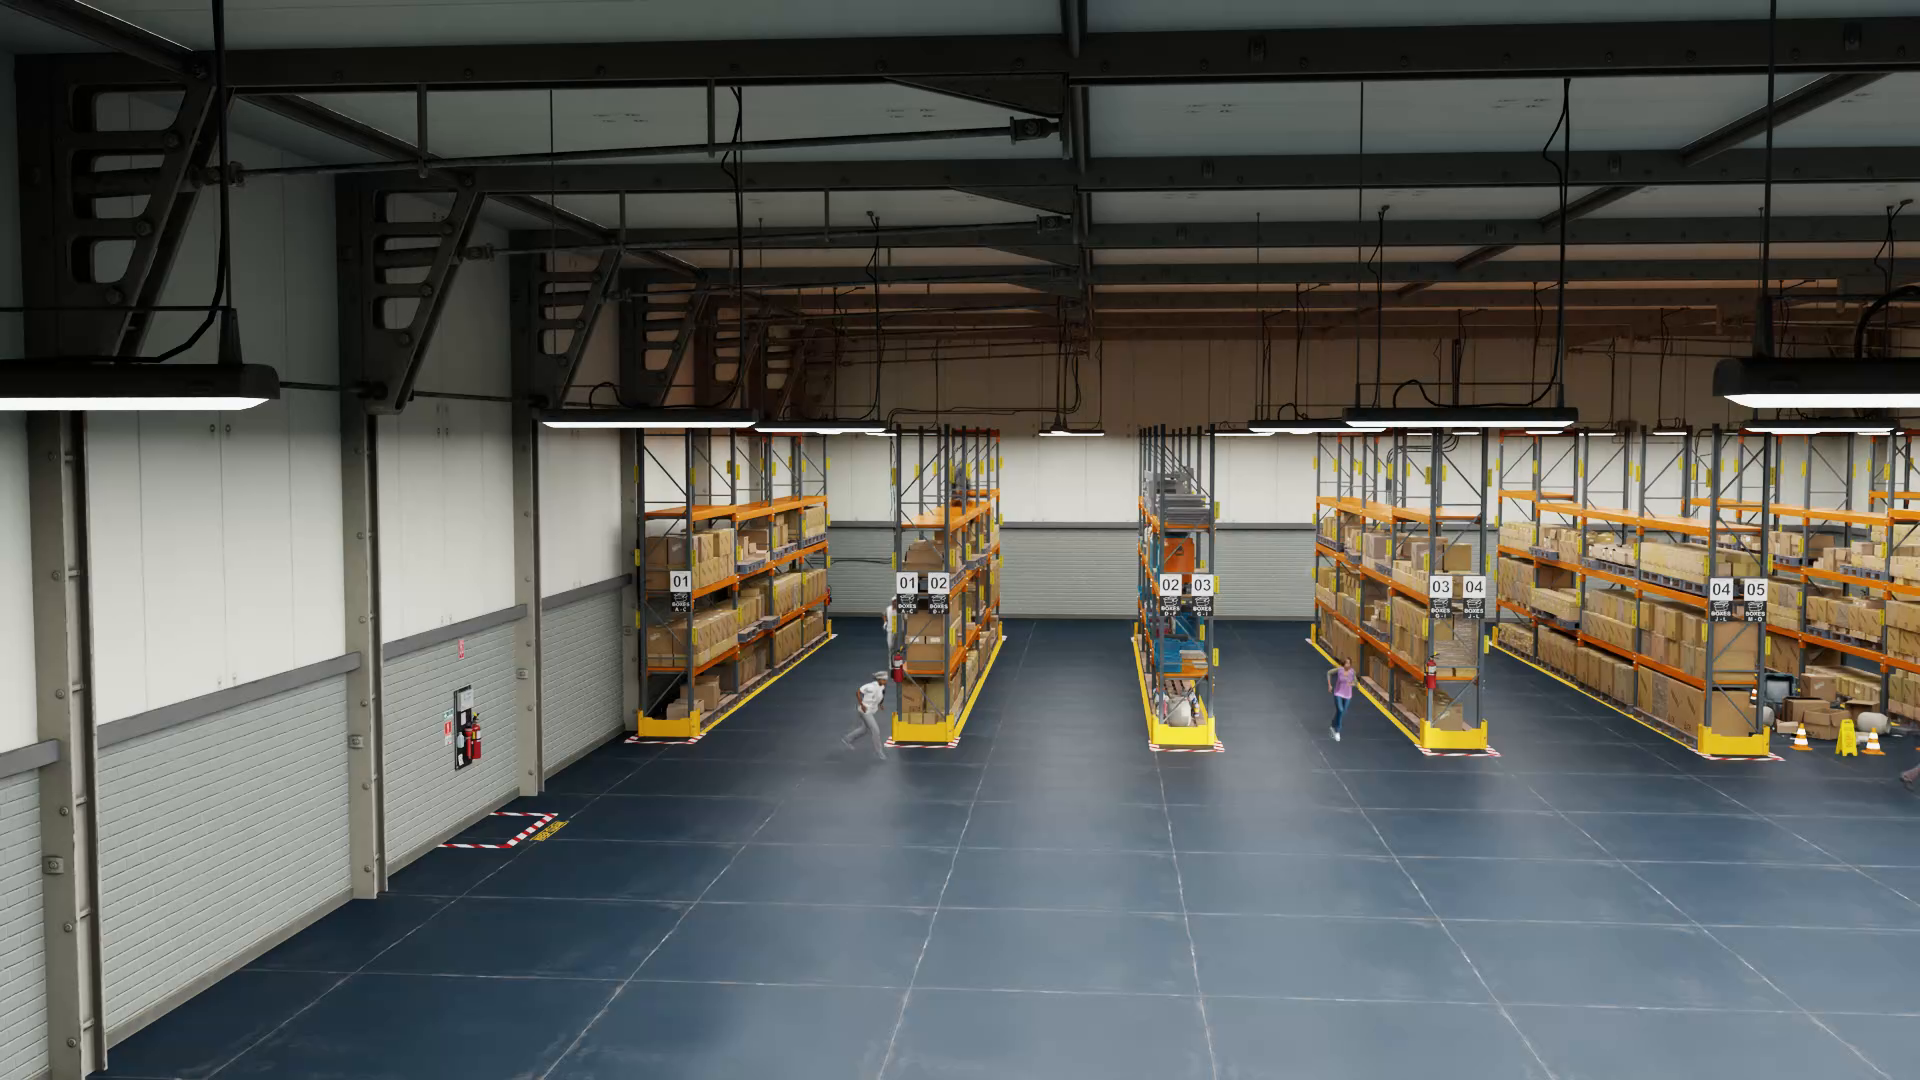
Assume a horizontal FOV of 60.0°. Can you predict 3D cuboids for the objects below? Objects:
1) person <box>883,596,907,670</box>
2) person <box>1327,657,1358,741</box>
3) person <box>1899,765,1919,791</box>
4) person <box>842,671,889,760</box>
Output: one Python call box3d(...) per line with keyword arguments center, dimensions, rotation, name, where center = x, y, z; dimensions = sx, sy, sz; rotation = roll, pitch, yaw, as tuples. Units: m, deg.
box3d(center=(-1.608, 2.294, 41.477), dimensions=(0.681, 1.794, 0.990), rotation=(0, 3, 5), name="person")
box3d(center=(7.306, 3.027, 31.793), dimensions=(0.534, 1.635, 0.766), rotation=(0, 3, -5), name="person")
box3d(center=(15.532, 3.310, 26.453), dimensions=(1.009, 1.678, 0.696), rotation=(3, 5, 40), name="person")
box3d(center=(-1.717, 3.138, 29.839), dimensions=(0.986, 1.624, 0.612), rotation=(2, 4, 33), name="person")
